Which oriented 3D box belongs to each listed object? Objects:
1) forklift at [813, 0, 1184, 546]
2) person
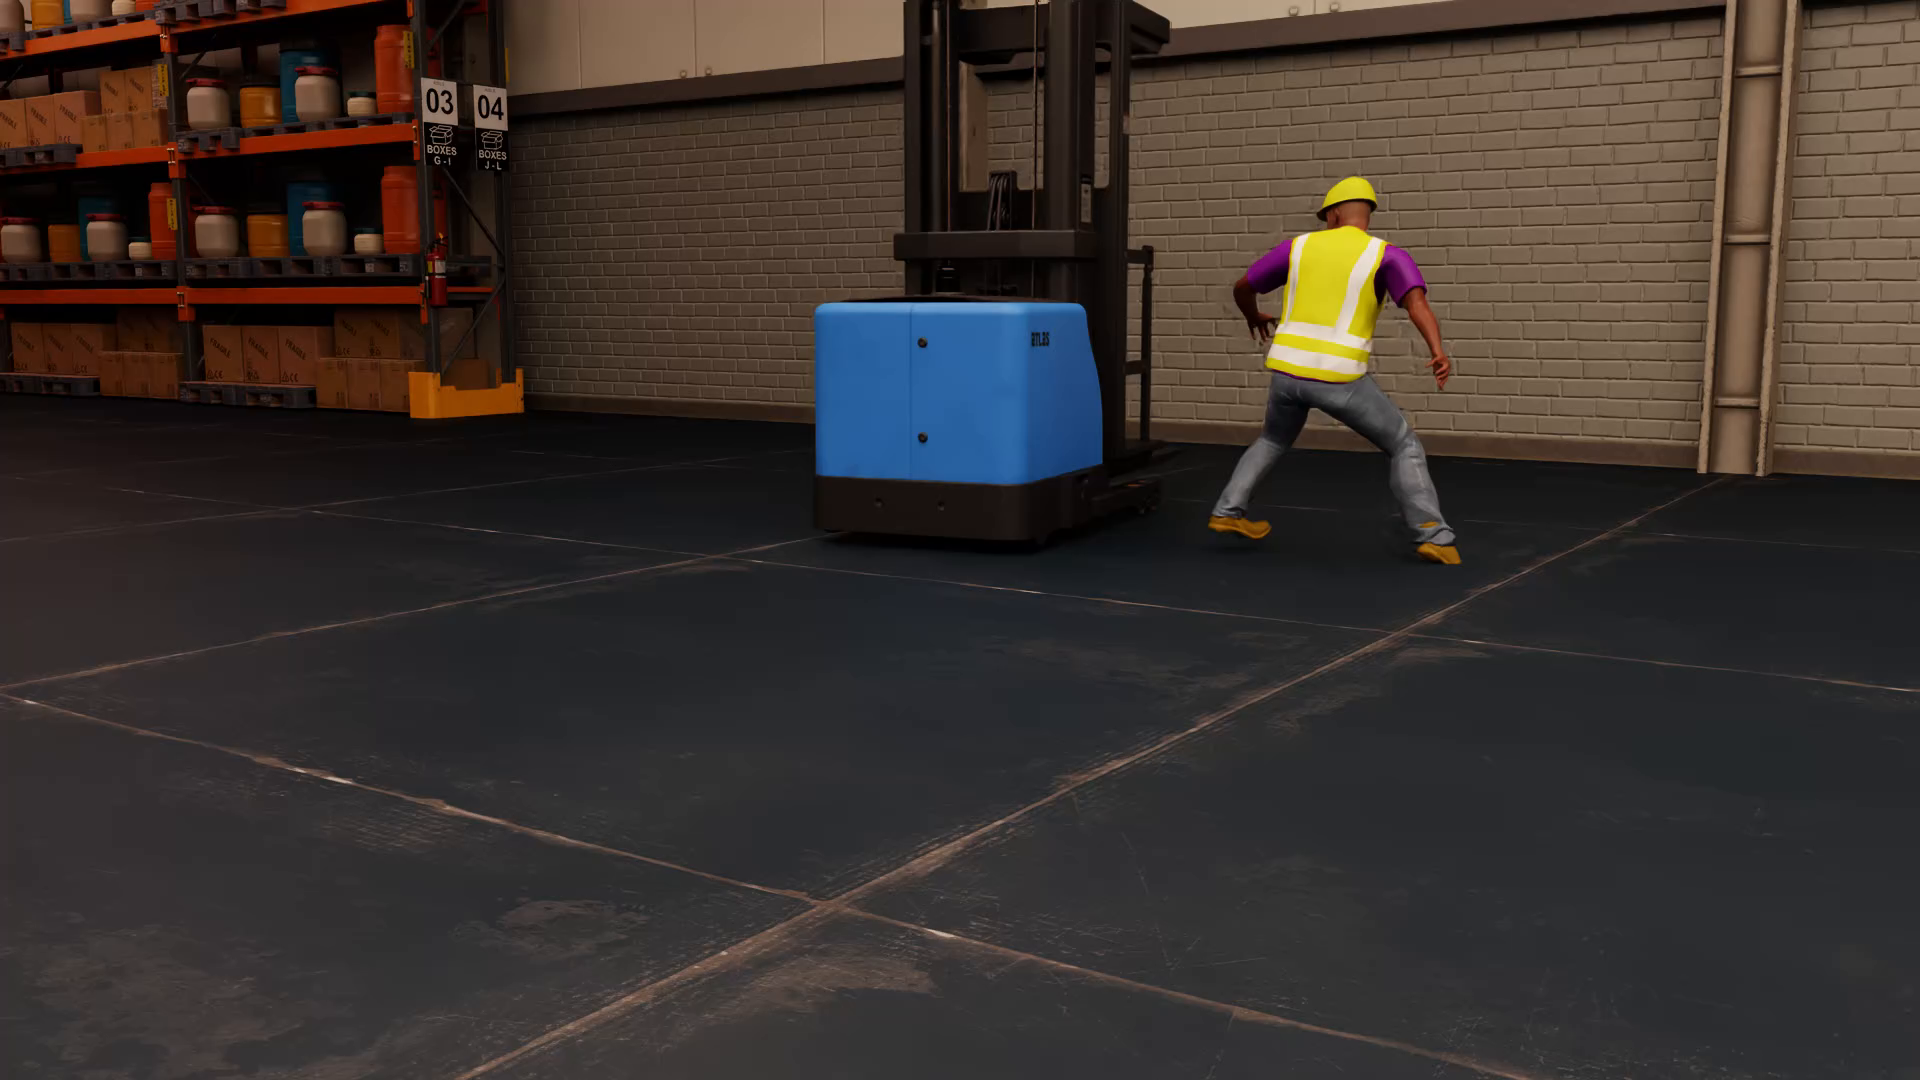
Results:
[{"bbox_3d":[0.399,-1.595,8.412,1.130,2.935,3.031,4,9,24],"label":"forklift"},{"bbox_3d":[1.613,-0.666,7.019,1.153,1.721,0.568,7,11,41],"label":"person"}]
